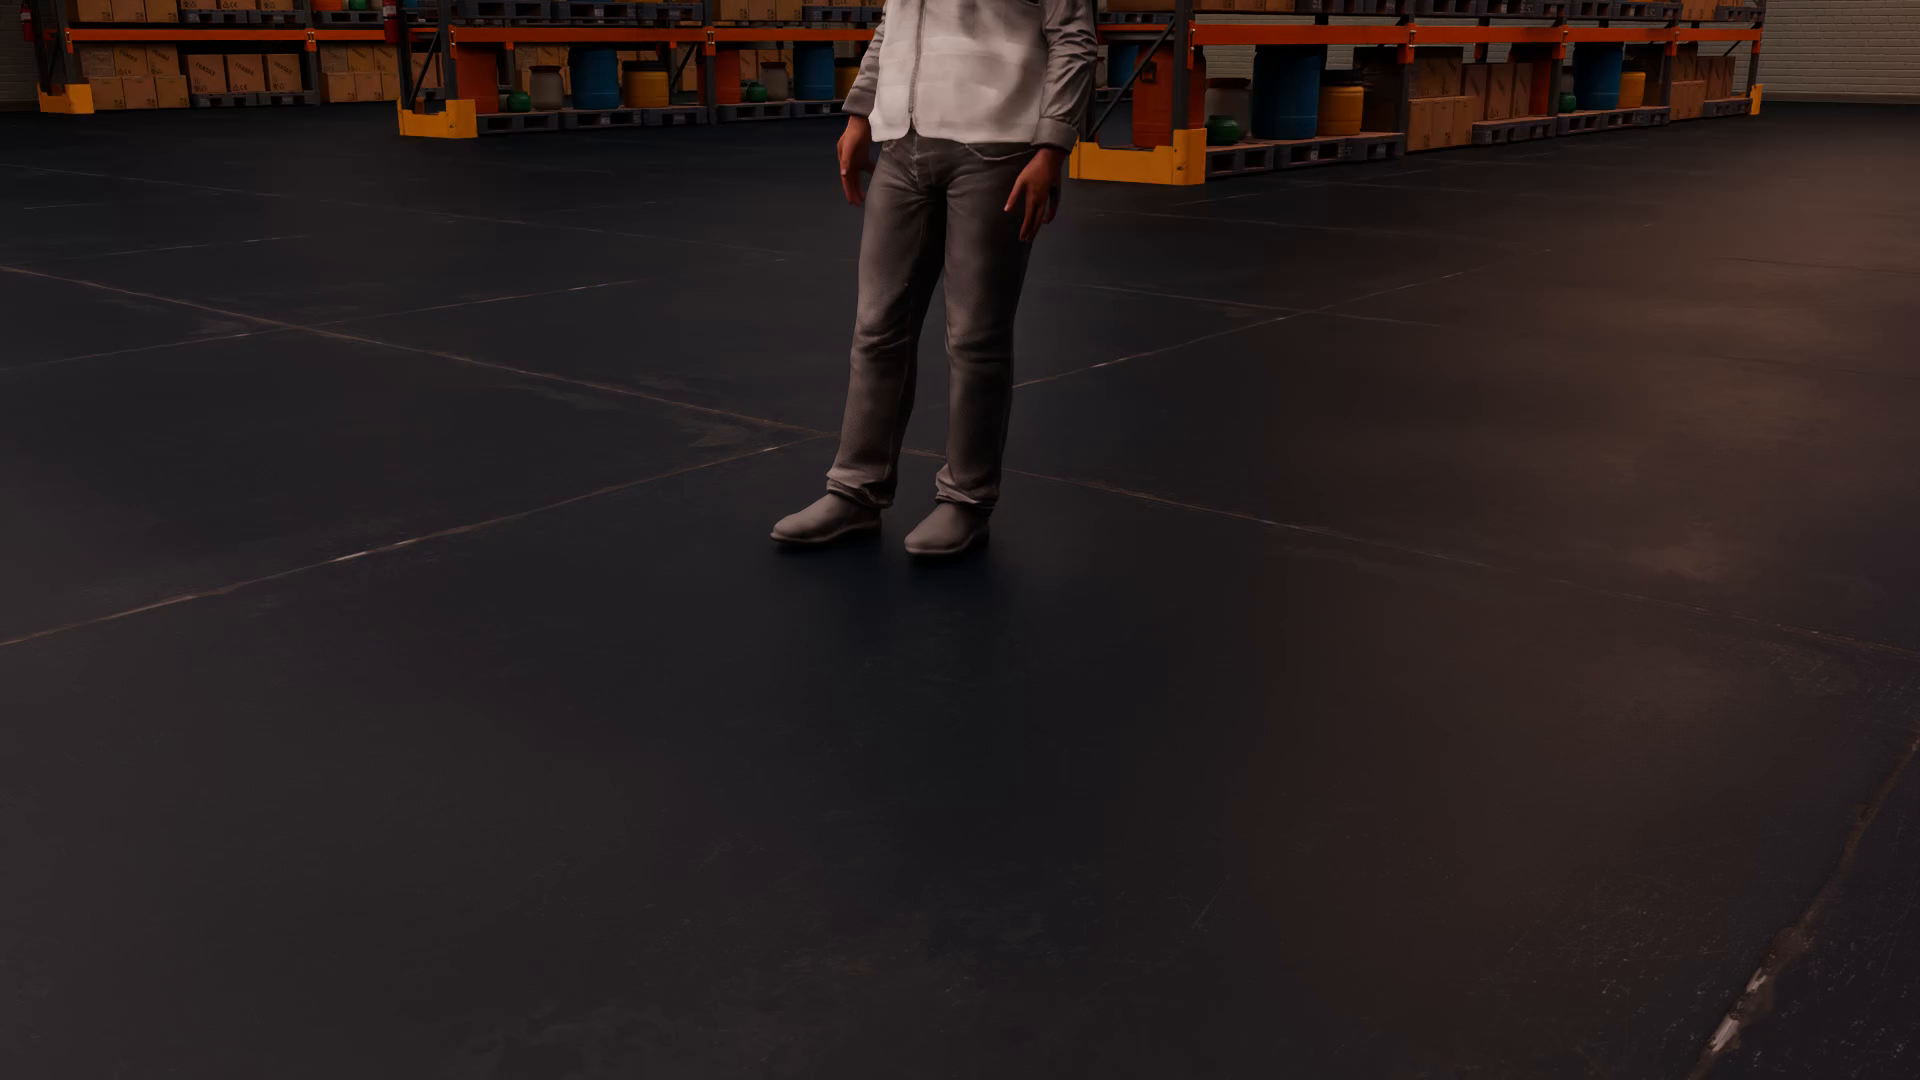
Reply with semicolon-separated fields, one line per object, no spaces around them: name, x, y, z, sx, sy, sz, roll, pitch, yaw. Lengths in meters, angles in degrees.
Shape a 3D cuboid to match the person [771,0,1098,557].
person;-0.046;-0.844;3.642;0.632;1.773;0.568;13;21;37
